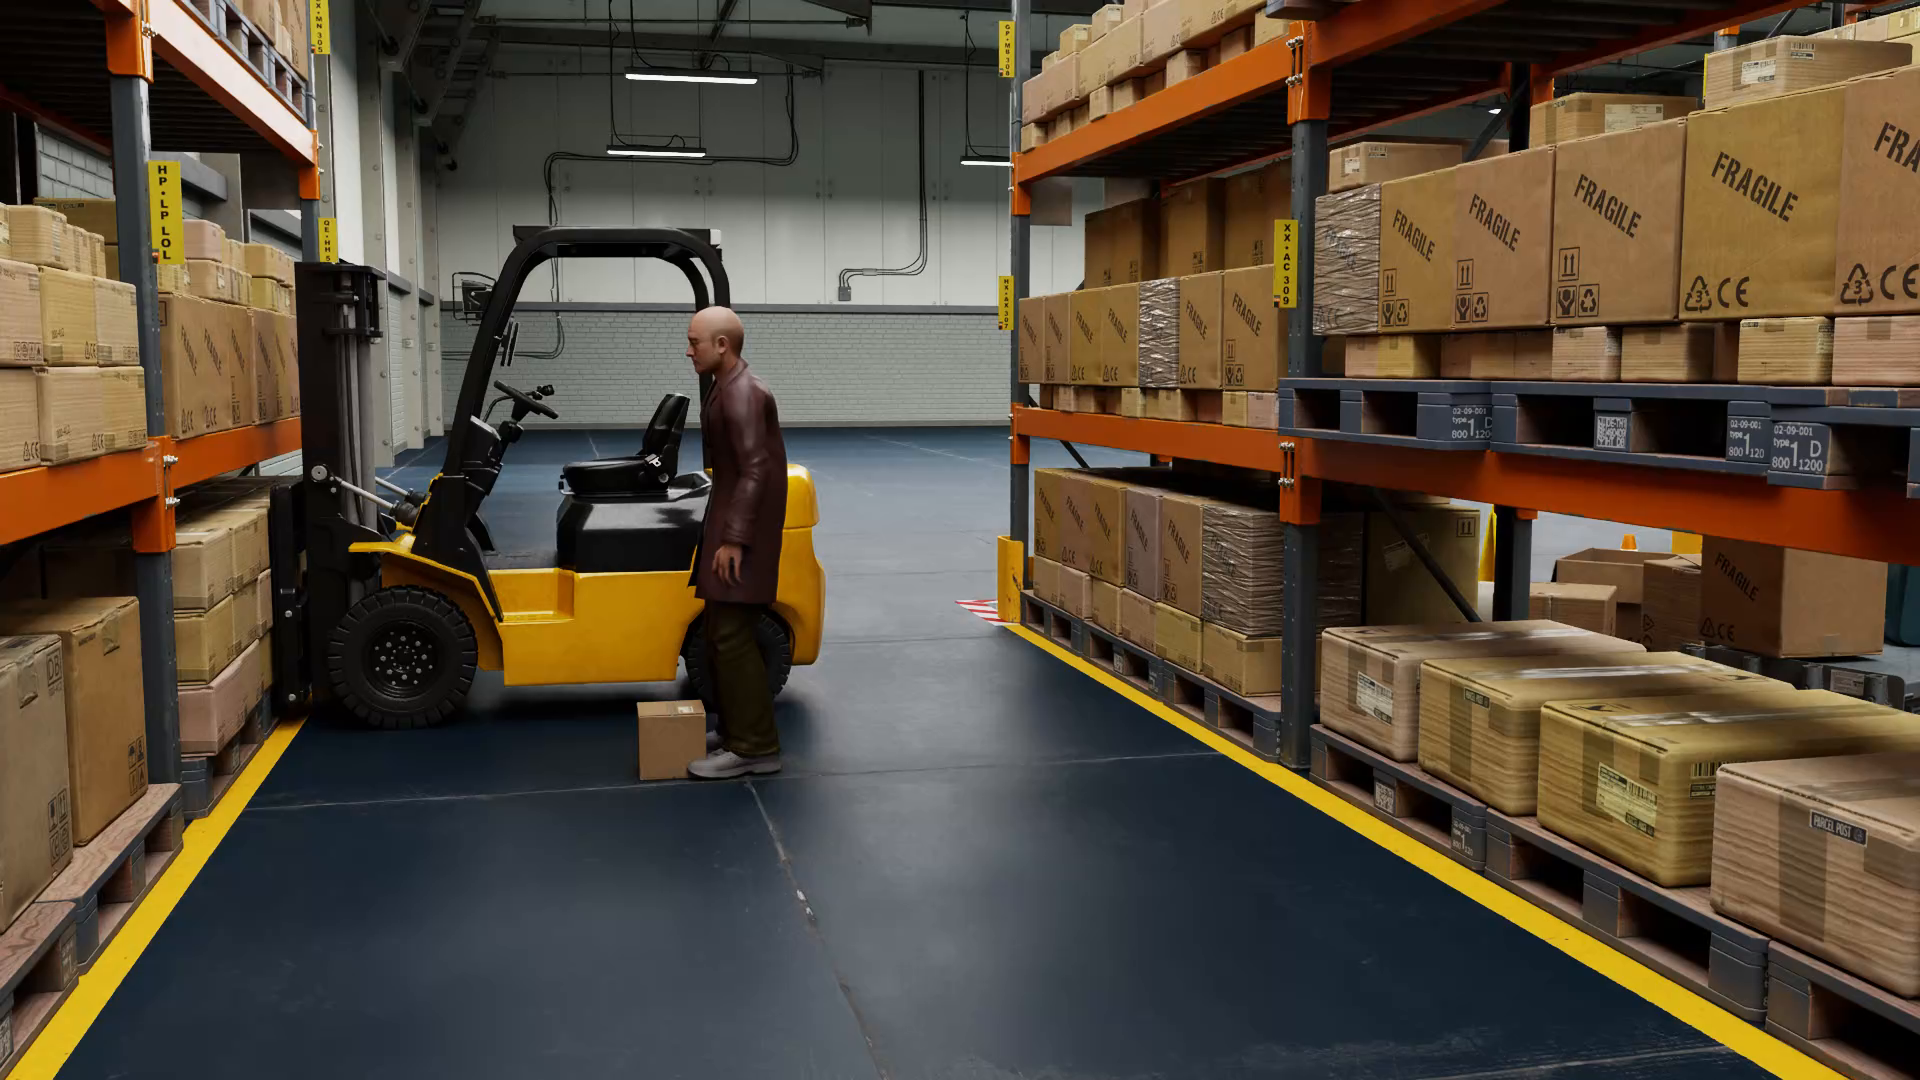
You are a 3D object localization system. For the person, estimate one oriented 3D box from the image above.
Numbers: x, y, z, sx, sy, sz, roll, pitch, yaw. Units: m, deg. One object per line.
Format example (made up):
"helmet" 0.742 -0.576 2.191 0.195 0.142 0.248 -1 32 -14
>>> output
"person" -0.872 0.001 6.374 0.421 1.774 0.643 -1 6 -14
